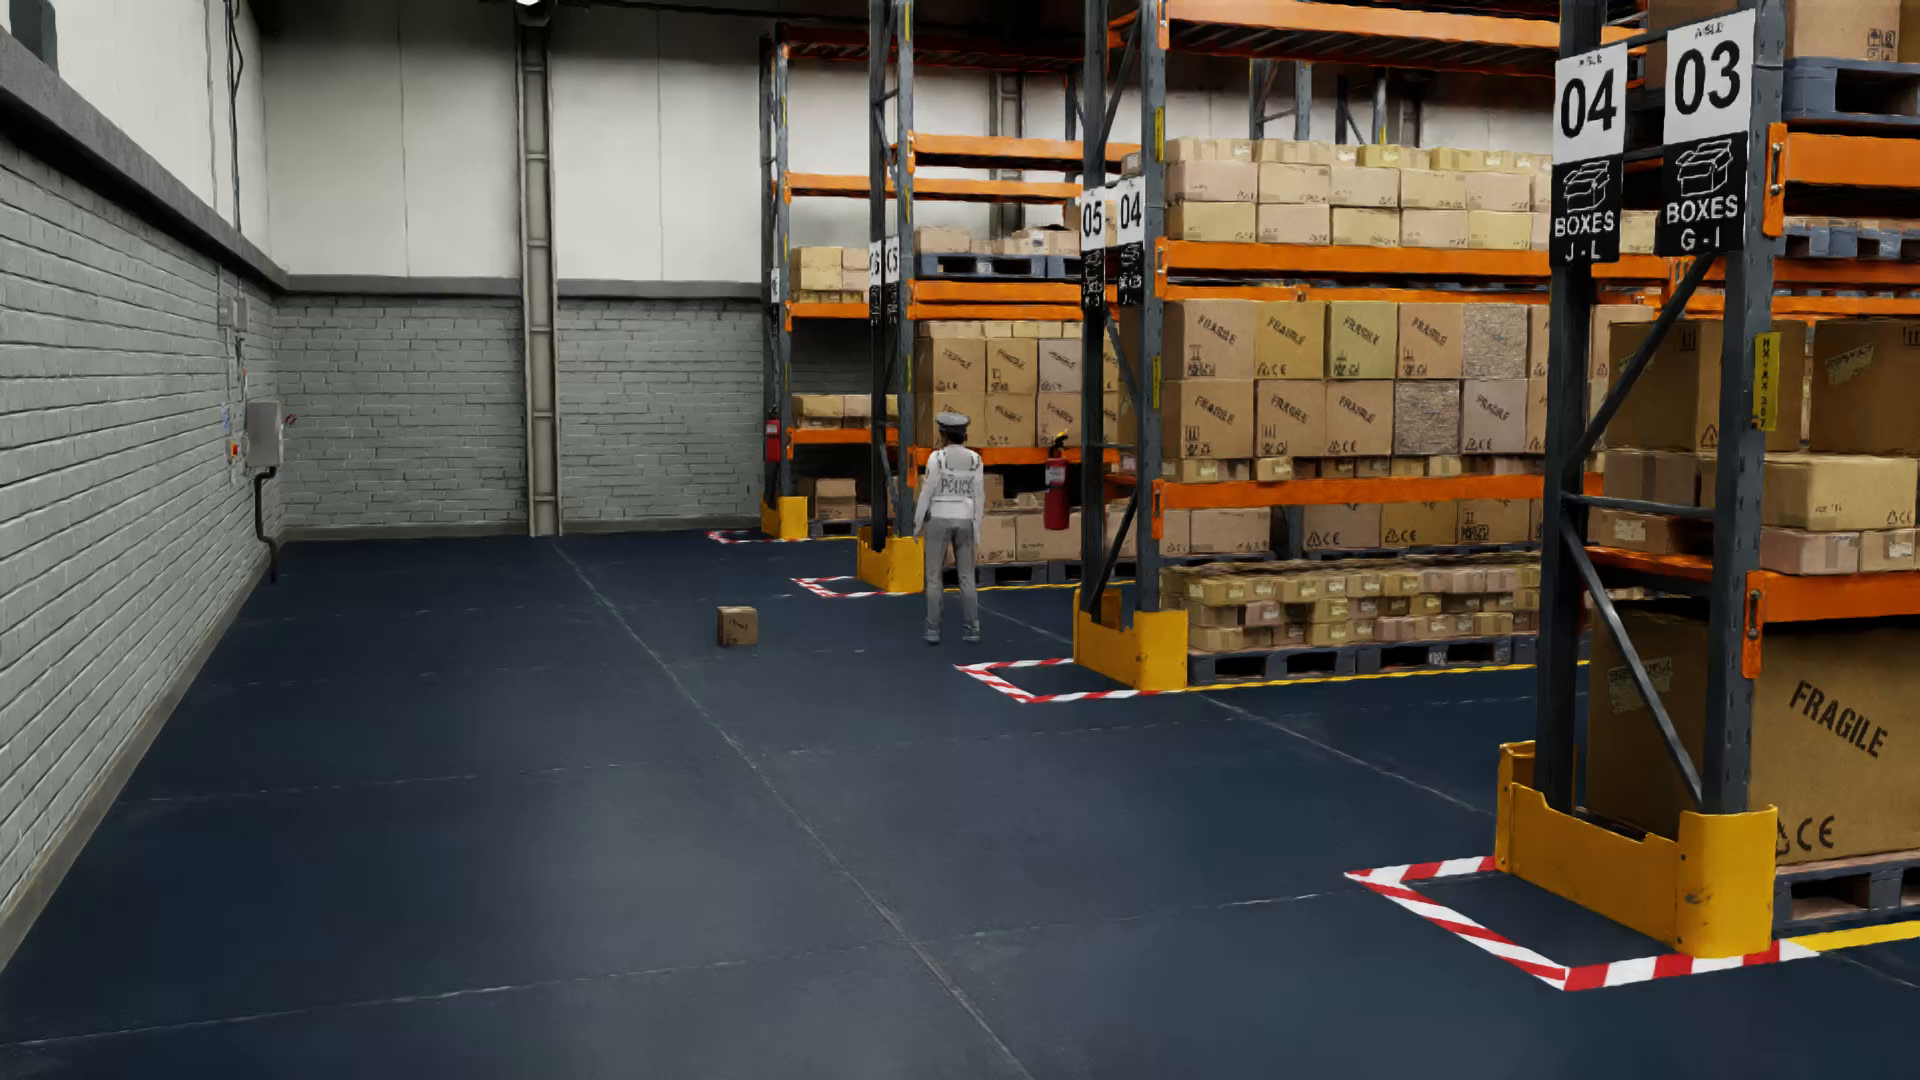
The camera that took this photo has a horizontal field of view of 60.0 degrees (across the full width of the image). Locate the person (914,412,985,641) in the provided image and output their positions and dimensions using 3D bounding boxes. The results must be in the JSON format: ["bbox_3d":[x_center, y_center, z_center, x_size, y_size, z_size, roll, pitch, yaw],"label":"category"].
[{"bbox_3d":[-0.073,-0.093,12.173,0.525,1.688,0.354,-2,6,-23],"label":"person"}]
